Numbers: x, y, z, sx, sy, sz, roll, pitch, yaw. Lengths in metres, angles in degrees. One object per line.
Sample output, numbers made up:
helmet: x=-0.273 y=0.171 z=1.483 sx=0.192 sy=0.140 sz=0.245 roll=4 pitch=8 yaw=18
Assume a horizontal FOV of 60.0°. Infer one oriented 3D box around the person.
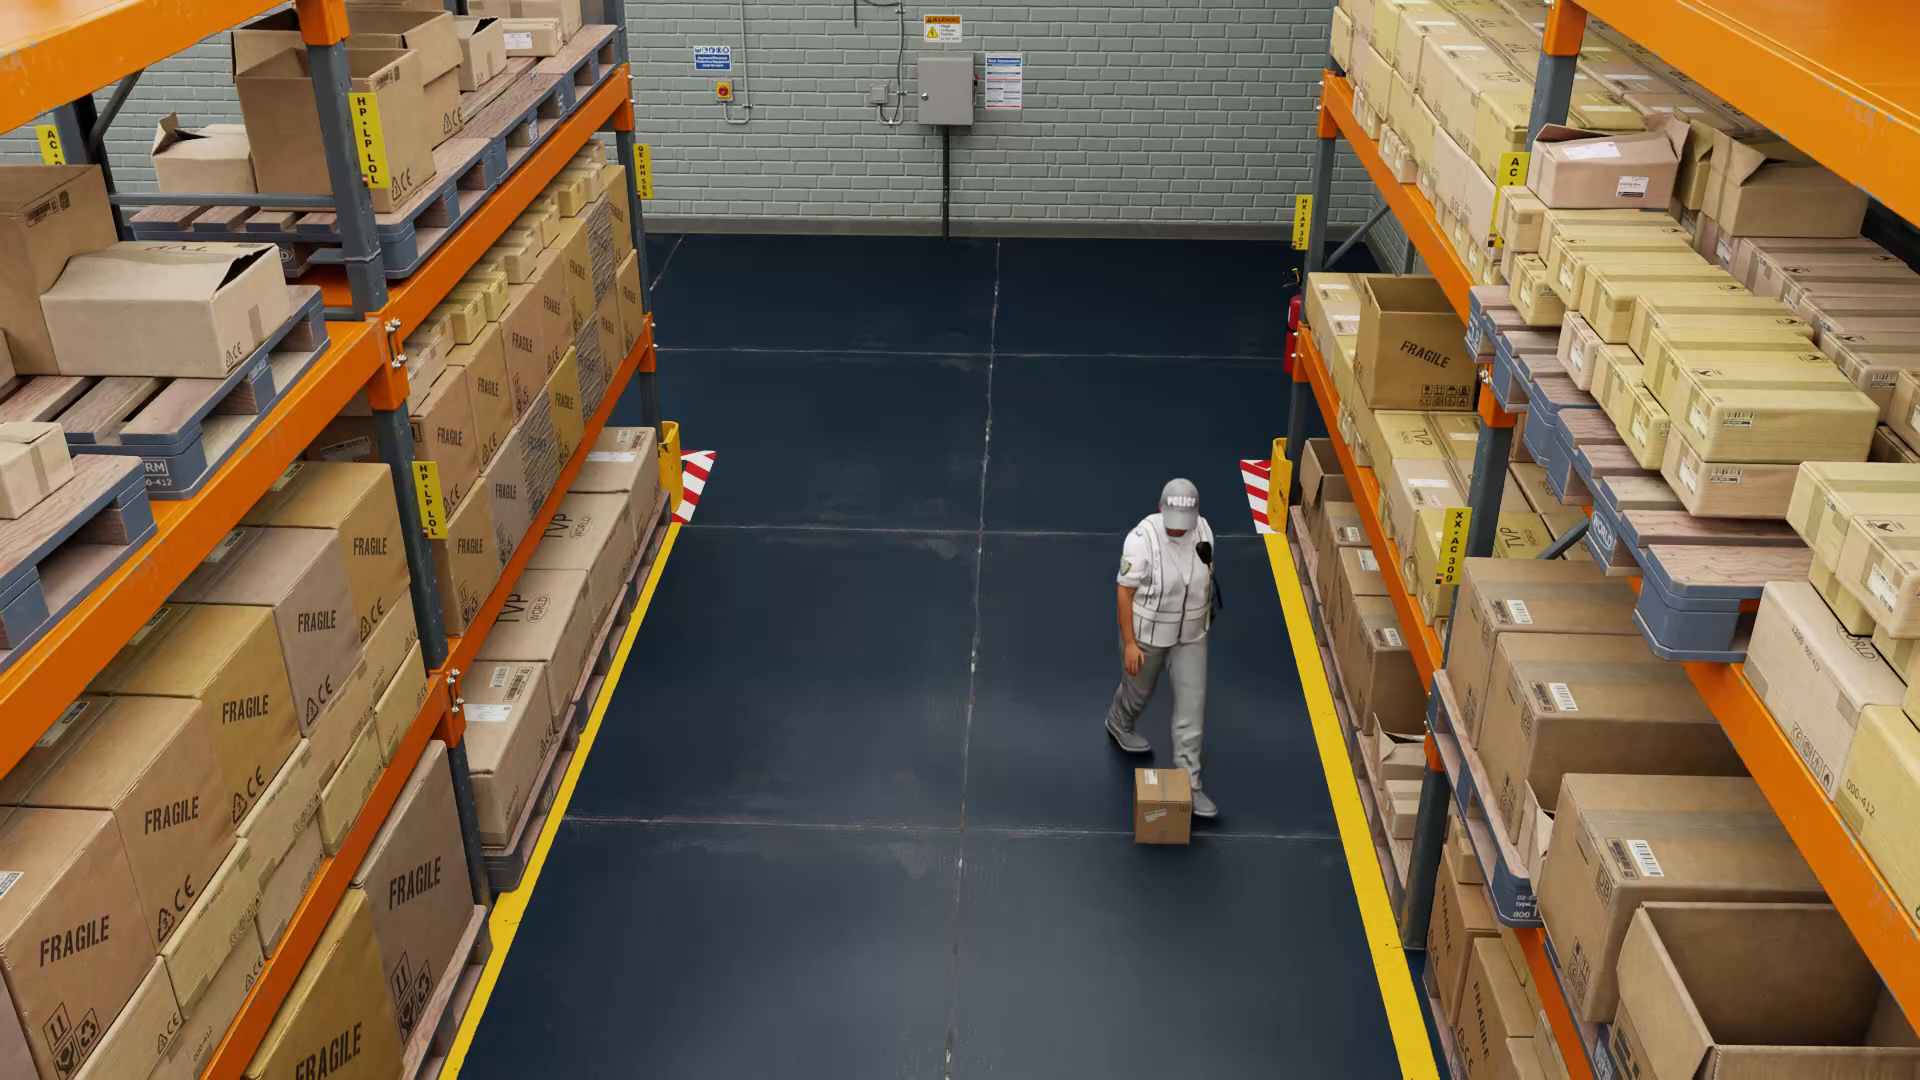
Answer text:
person: x=0.985 y=0.452 z=7.811 sx=0.502 sy=1.611 sz=0.913 roll=-8 pitch=29 yaw=-14
